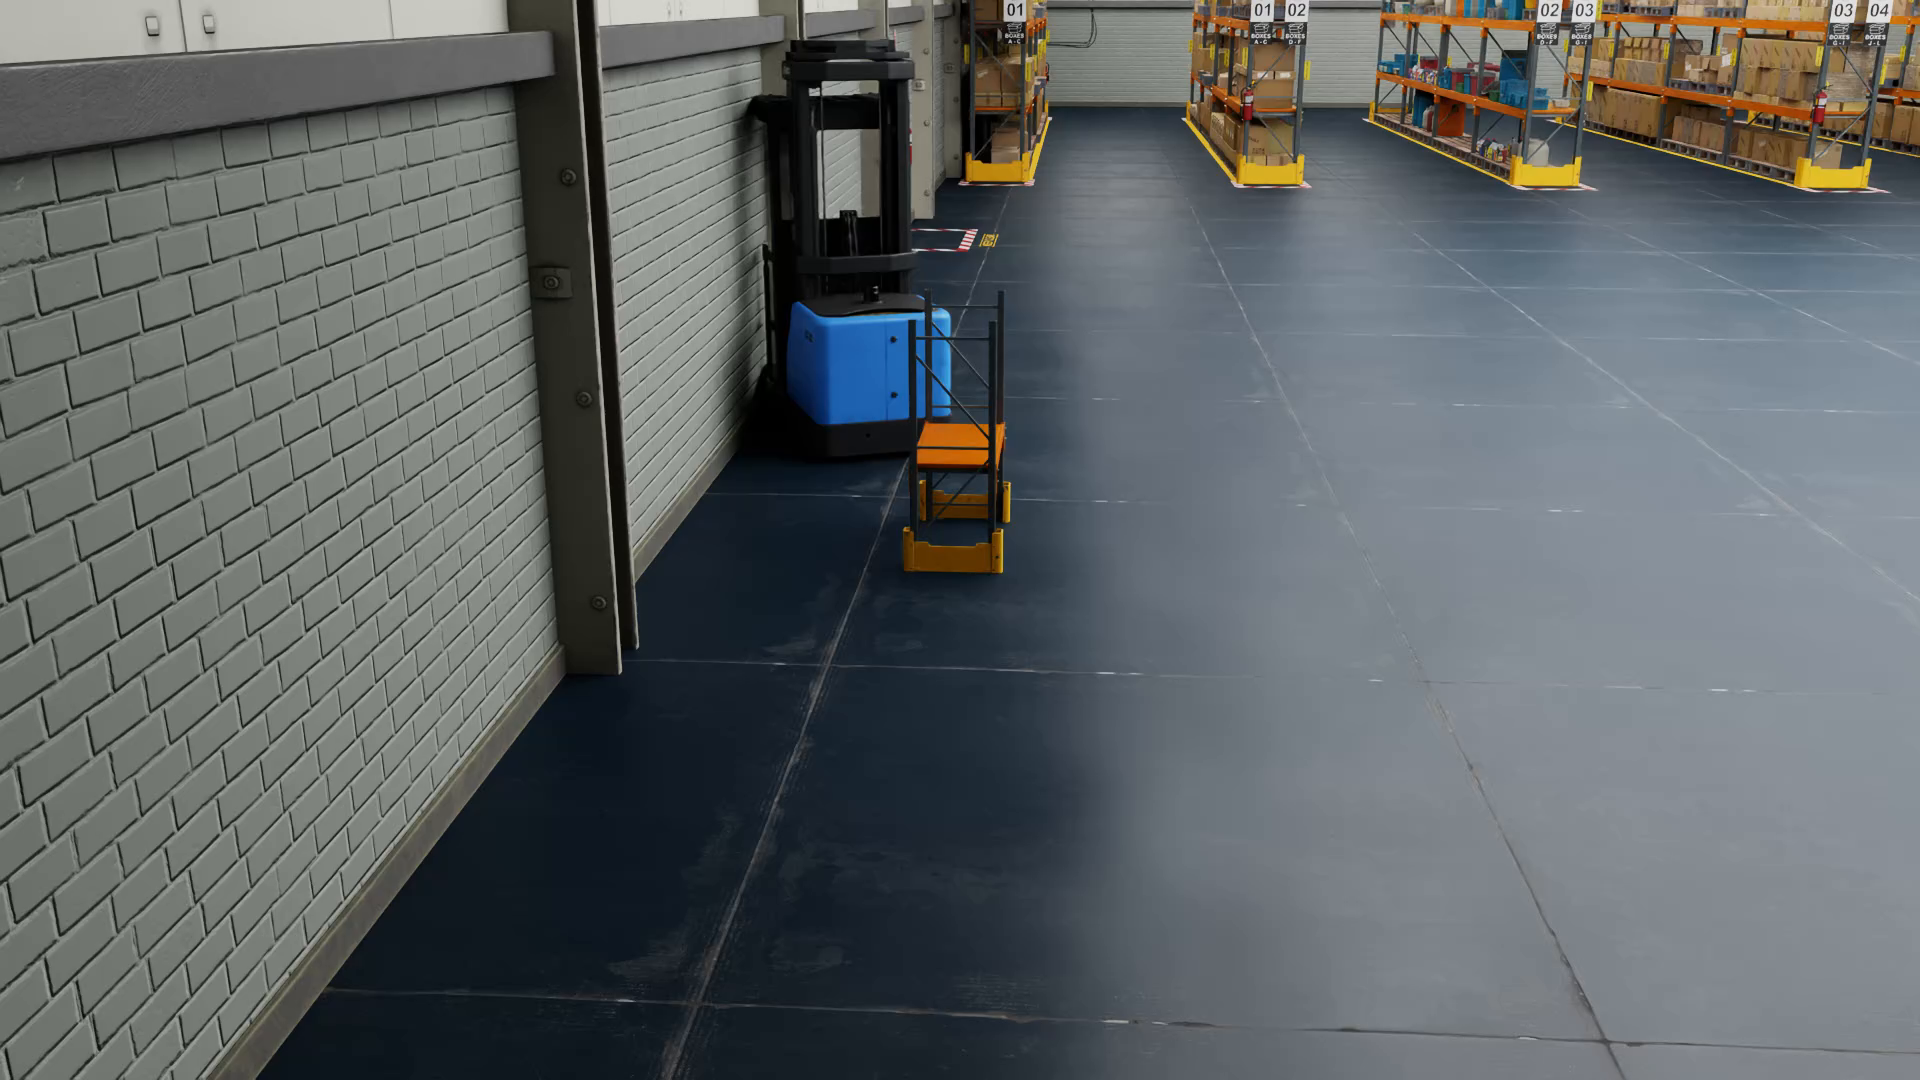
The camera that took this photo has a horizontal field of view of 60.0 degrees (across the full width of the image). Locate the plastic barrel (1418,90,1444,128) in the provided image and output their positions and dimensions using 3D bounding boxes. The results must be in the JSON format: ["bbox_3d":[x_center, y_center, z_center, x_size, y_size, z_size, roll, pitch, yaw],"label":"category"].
[{"bbox_3d":[11.316,-10.350,39.889,0.600,0.901,0.708,1,18,4],"label":"plastic barrel"}]

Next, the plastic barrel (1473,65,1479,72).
[{"bbox_3d":[11.275,-10.023,36.015,0.421,0.512,0.421,0,18,0],"label":"plastic barrel"}]

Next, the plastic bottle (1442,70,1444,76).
[{"bbox_3d":[11.529,-11.073,39.605,0.097,0.271,0.097,0,18,0],"label":"plastic bottle"}]

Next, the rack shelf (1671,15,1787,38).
[{"bbox_3d":[15.933,-10.646,34.434,1.077,0.370,4.000,1,18,4],"label":"rack shelf"}]

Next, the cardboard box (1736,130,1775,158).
[{"bbox_3d":[15.721,-7.830,32.841,0.500,0.500,0.500,1,18,2],"label":"cardboard box"}]

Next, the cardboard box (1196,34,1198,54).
[{"bbox_3d":[6.368,-12.806,42.921,0.500,0.500,0.500,1,18,3],"label":"cardboard box"}]

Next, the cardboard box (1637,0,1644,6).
[{"bbox_3d":[16.195,-12.670,38.924,0.500,0.311,0.500,1,18,2],"label":"cardboard box"}]

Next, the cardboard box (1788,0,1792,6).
[{"bbox_3d":[15.378,-9.824,30.370,0.380,0.149,0.250,0,18,1],"label":"cardboard box"}]

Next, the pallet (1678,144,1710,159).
[{"bbox_3d":[15.929,-8.238,35.225,1.003,0.211,1.213,1,18,4],"label":"pallet"}]

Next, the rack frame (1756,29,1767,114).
[{"bbox_3d":[21.590,-12.526,43.834,1.000,3.000,0.127,1,18,4],"label":"rack frame"}]

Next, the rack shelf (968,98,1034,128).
[{"bbox_3d":[0.824,-8.310,32.122,1.077,0.370,4.000,1,18,4],"label":"rack shelf"}]

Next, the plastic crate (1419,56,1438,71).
[{"bbox_3d":[11.737,-11.867,41.623,0.402,0.464,0.583,1,18,4],"label":"plastic crate"}]

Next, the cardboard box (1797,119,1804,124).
[{"bbox_3d":[21.048,-10.420,41.311,0.380,0.149,0.250,1,18,2],"label":"cardboard box"}]

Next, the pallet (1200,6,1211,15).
[{"bbox_3d":[6.294,-12.461,39.120,1.213,0.211,1.003,1,18,4],"label":"pallet"}]

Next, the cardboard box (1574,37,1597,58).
[{"bbox_3d":[16.310,-12.796,43.217,0.500,0.500,0.500,1,18,3],"label":"cardboard box"}]

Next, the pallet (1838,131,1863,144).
[{"bbox_3d":[21.164,-9.337,38.579,1.003,0.211,1.213,1,18,4],"label":"pallet"}]

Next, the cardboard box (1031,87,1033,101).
[{"bbox_3d":[1.137,-8.590,32.030,0.500,0.250,0.500,1,18,4],"label":"cardboard box"}]

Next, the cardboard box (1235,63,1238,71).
[{"bbox_3d":[5.697,-9.440,33.214,0.380,0.149,0.250,1,18,4],"label":"cardboard box"}]

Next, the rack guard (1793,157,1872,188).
[{"bbox_3d":[15.508,-6.535,29.563,1.175,0.500,0.348,1,18,4],"label":"rack guard"}]

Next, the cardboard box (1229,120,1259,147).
[{"bbox_3d":[5.458,-7.810,31.978,0.500,0.500,0.500,1,18,4],"label":"cardboard box"}]

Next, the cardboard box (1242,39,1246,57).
[{"bbox_3d":[5.812,-9.377,31.980,0.700,0.500,0.500,1,18,4],"label":"cardboard box"}]

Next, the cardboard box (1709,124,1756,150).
[{"bbox_3d":[15.908,-8.300,34.245,0.700,0.500,0.500,1,18,4],"label":"cardboard box"}]

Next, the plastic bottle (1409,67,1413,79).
[{"bbox_3d":[10.961,-11.335,40.387,0.061,0.283,0.133,1,18,4],"label":"plastic bottle"}]

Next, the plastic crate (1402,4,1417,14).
[{"bbox_3d":[11.170,-13.172,41.257,0.416,0.233,0.300,1,18,4],"label":"plastic crate"}]

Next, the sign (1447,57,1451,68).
[{"bbox_3d":[11.971,-11.655,40.731,0.100,0.325,0.005,1,18,4],"label":"sign"}]

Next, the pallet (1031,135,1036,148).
[{"bbox_3d":[1.197,-8.948,37.391,1.003,0.211,1.213,1,18,4],"label":"pallet"}]

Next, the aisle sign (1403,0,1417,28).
[{"bbox_3d":[12.007,-14.030,44.248,0.394,0.787,0.004,1,18,4],"label":"aisle sign"}]

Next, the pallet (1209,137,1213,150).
[{"bbox_3d":[6.098,-8.826,37.020,1.003,0.211,1.213,1,18,4],"label":"pallet"}]

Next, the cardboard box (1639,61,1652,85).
[{"bbox_3d":[15.940,-10.706,38.118,0.500,0.500,0.500,1,18,2],"label":"cardboard box"}]

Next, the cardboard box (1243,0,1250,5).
[{"bbox_3d":[5.442,-9.905,30.359,0.500,0.250,0.500,1,18,4],"label":"cardboard box"}]

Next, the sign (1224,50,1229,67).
[{"bbox_3d":[5.367,-9.685,33.432,0.100,0.325,0.005,1,18,4],"label":"sign"}]

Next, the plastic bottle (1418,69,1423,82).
[{"bbox_3d":[10.927,-10.983,39.323,0.152,0.276,0.135,1,18,4],"label":"plastic bottle"}]

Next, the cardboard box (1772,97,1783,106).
[{"bbox_3d":[15.320,-8.141,30.854,0.380,0.149,0.250,1,18,4],"label":"cardboard box"}]

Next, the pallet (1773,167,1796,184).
[{"bbox_3d":[15.602,-6.649,30.376,1.003,0.211,1.213,1,18,4],"label":"pallet"}]

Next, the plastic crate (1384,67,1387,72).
[{"bbox_3d":[11.209,-12.304,43.484,0.250,0.136,0.298,1,18,4],"label":"plastic crate"}]

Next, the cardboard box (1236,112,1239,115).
[{"bbox_3d":[6.404,-9.397,37.125,0.500,0.311,0.500,2,18,5],"label":"cardboard box"}]

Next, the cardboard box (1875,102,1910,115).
[{"bbox_3d":[20.804,-9.628,37.124,0.500,0.250,0.500,1,18,3],"label":"cardboard box"}]

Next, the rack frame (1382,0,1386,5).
[{"bbox_3d":[11.710,-15.630,43.671,1.000,3.000,0.127,1,18,4],"label":"rack frame"}]

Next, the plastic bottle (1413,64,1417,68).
[{"bbox_3d":[11.071,-11.398,40.471,0.144,0.351,0.185,1,18,4],"label":"plastic bottle"}]

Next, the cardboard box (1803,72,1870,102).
[{"bbox_3d":[15.570,-8.058,29.560,0.875,0.500,0.500,1,18,4],"label":"cardboard box"}]

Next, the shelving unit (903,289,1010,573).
[{"bbox_3d":[-0.005,-0.689,10.117,0.587,1.500,1.083,1,18,4],"label":"shelving unit"}]

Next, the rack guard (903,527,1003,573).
[{"bbox_3d":[-0.041,0.060,9.840,0.587,0.250,0.087,1,18,4],"label":"rack guard"}]

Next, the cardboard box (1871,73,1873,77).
[{"bbox_3d":[20.631,-10.442,37.203,0.380,0.149,0.250,2,18,5],"label":"cardboard box"}]

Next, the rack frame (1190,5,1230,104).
[{"bbox_3d":[6.769,-12.891,44.946,1.000,3.000,0.127,1,18,4],"label":"rack frame"}]

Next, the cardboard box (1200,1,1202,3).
[{"bbox_3d":[6.286,-13.552,41.586,0.500,0.250,0.500,1,18,4],"label":"cardboard box"}]

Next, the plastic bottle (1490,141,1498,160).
[{"bbox_3d":[10.320,-7.512,32.080,0.144,0.351,0.185,2,18,6],"label":"plastic bottle"}]

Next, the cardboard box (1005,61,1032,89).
[{"bbox_3d":[1.104,-8.780,31.407,0.500,0.500,0.500,1,18,2],"label":"cardboard box"}]

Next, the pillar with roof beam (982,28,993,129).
[{"bbox_3d":[5.023,-14.749,40.983,9.100,9.000,0.400,1,18,4],"label":"pillar with roof beam"}]

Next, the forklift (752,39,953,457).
[{"bbox_3d":[-0.990,-2.410,13.071,1.130,2.935,3.031,-6,19,-17],"label":"forklift"}]

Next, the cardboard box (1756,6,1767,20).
[{"bbox_3d":[15.469,-9.997,31.539,0.500,0.250,0.500,1,18,3],"label":"cardboard box"}]

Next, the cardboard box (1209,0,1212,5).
[{"bbox_3d":[6.373,-13.213,40.118,0.600,0.600,0.600,0,18,-1],"label":"cardboard box"}]

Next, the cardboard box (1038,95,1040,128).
[{"bbox_3d":[1.507,-10.191,39.484,0.750,0.750,0.750,1,18,4],"label":"cardboard box"}]
